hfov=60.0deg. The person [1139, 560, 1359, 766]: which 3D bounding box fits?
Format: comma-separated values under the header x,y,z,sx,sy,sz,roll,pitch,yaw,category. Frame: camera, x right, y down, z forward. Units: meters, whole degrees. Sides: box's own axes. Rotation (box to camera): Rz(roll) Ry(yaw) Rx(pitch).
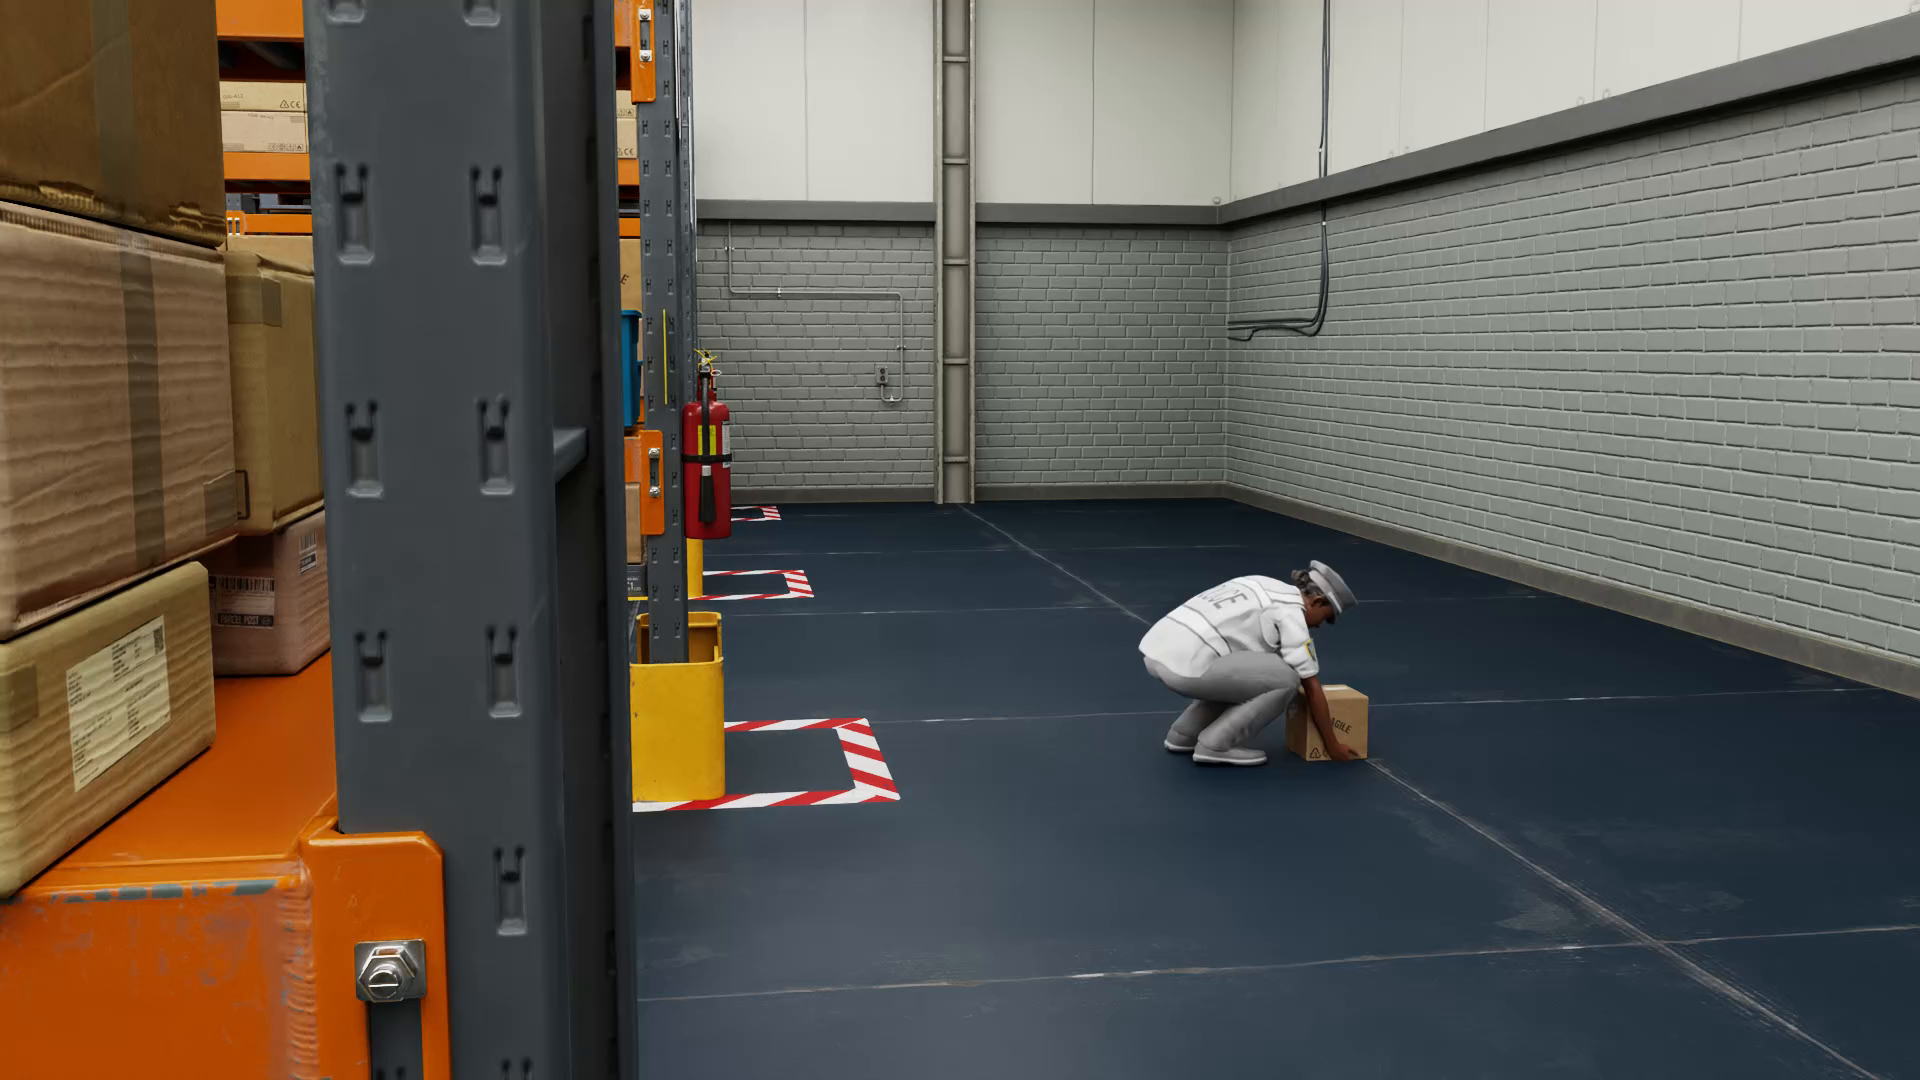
x,y,z,sx,sy,sz,roll,pitch,yaw,category
1.154,0.513,6.596,0.896,0.848,0.467,-1,7,-9,person
